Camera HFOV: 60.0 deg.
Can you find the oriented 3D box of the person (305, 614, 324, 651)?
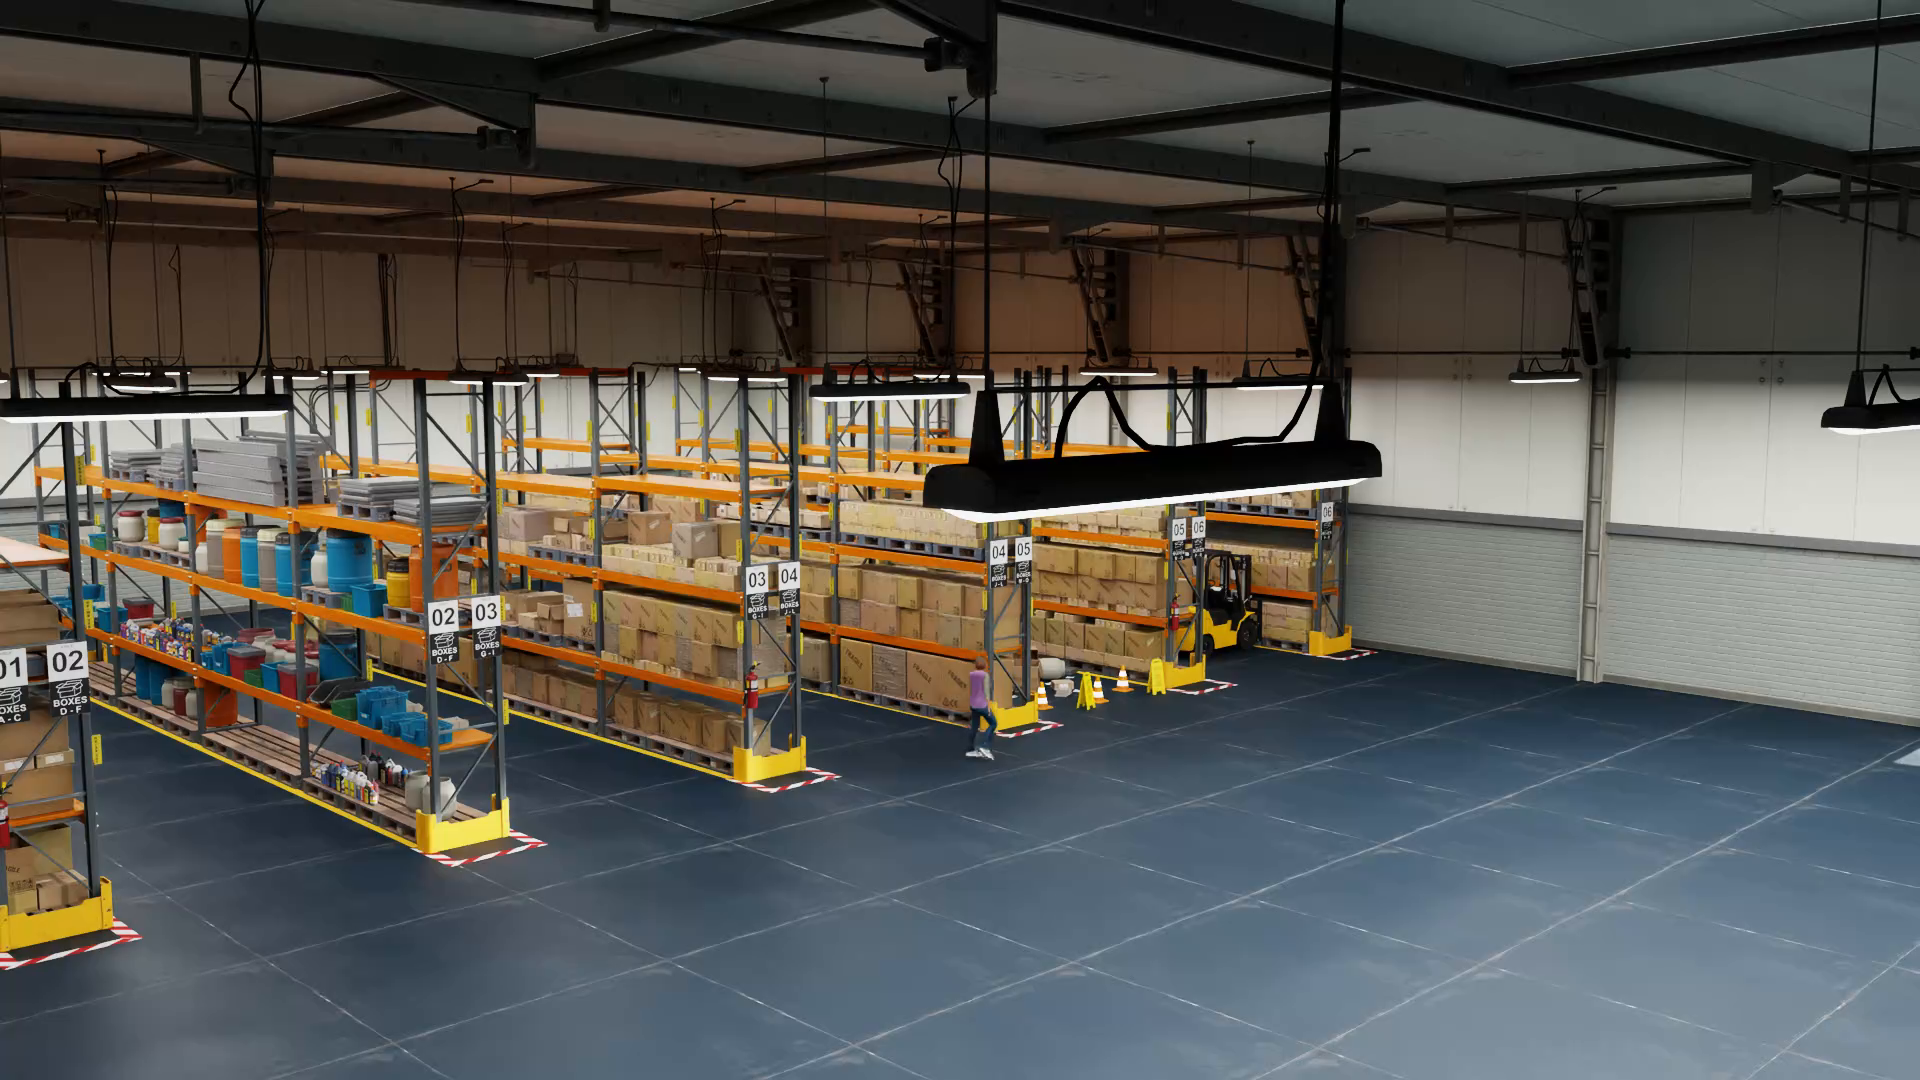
[{"bbox_3d":[-12.296,1.921,31.696,0.469,1.678,0.385,3,7,27],"label":"person"}]

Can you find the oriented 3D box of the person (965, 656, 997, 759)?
[{"bbox_3d":[0.334,2.616,25.891,0.479,1.631,0.546,-3,7,-26],"label":"person"}]
